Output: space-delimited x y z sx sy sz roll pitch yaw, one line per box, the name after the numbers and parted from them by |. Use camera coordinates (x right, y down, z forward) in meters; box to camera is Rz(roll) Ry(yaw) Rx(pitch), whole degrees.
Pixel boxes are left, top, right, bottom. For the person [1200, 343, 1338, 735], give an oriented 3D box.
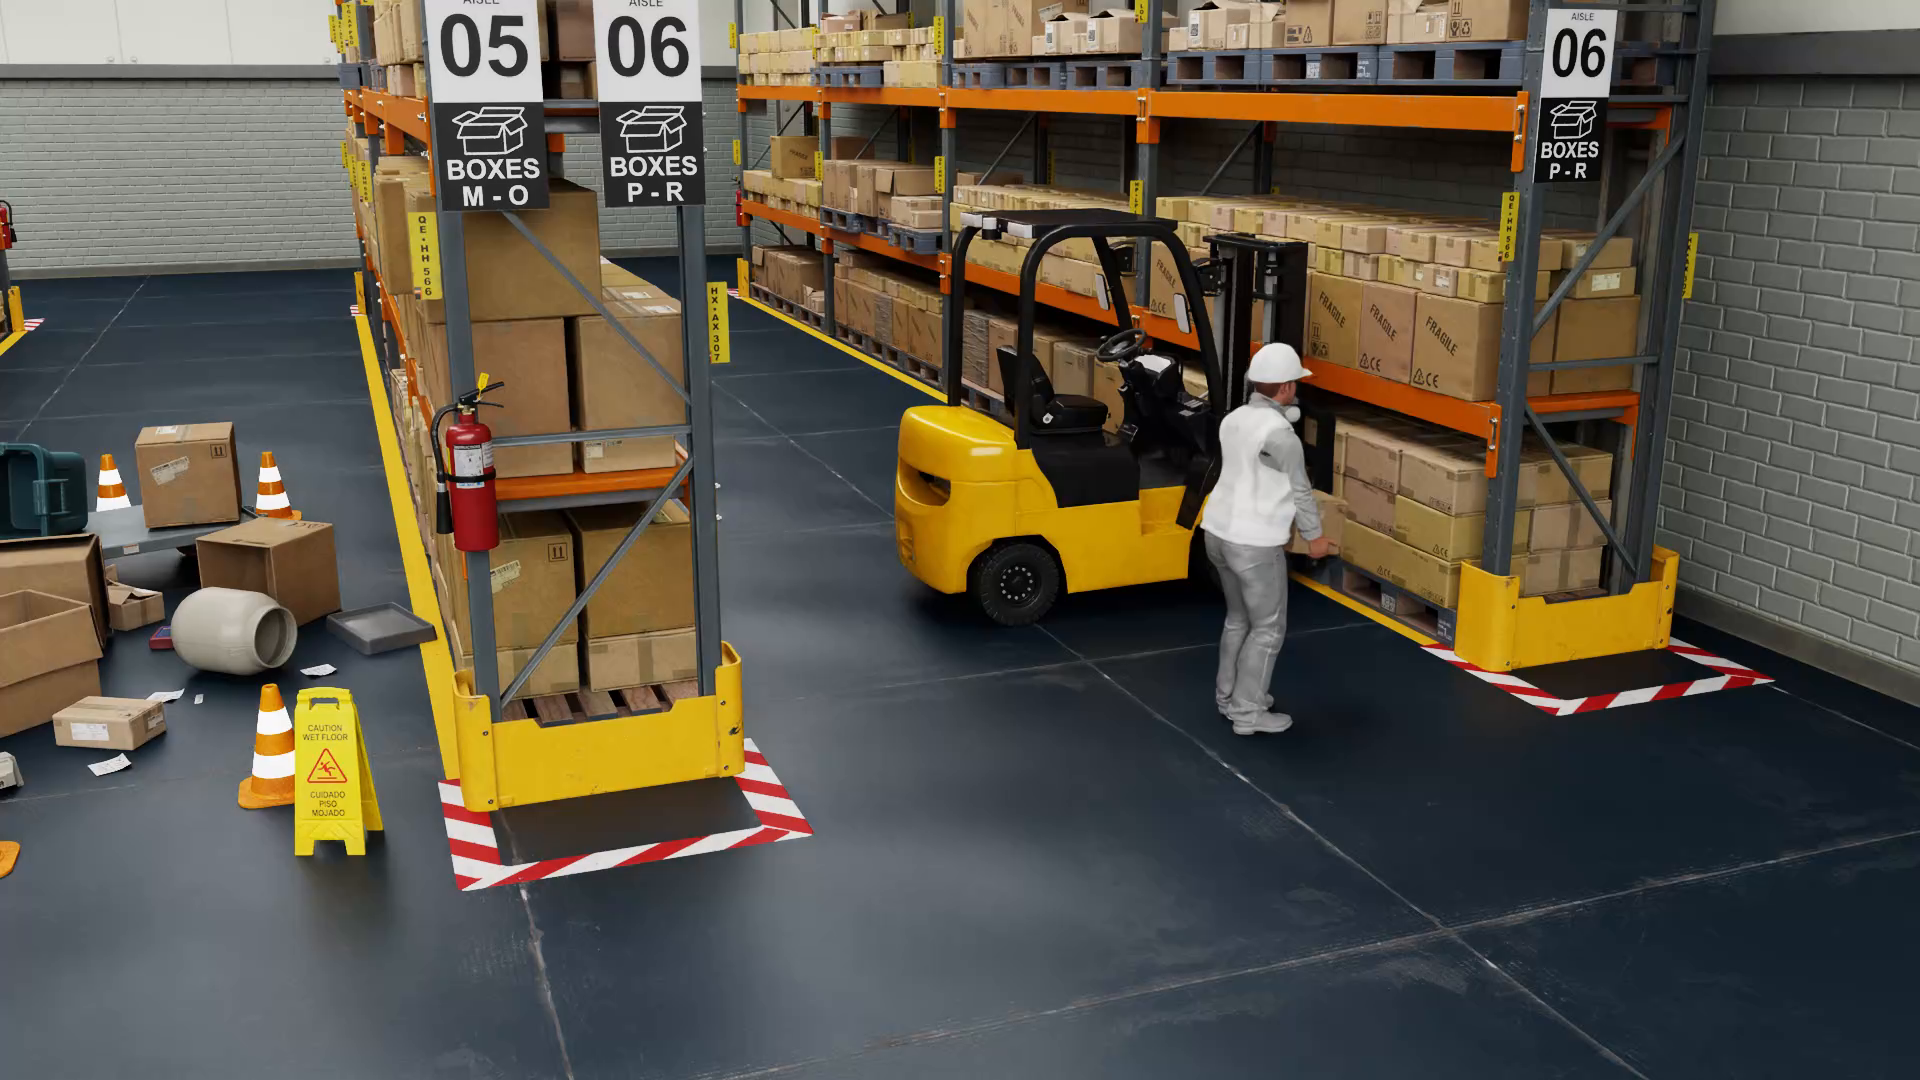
1.392 -0.018 7.568 0.577 1.765 0.487 -6 17 -21 | person
